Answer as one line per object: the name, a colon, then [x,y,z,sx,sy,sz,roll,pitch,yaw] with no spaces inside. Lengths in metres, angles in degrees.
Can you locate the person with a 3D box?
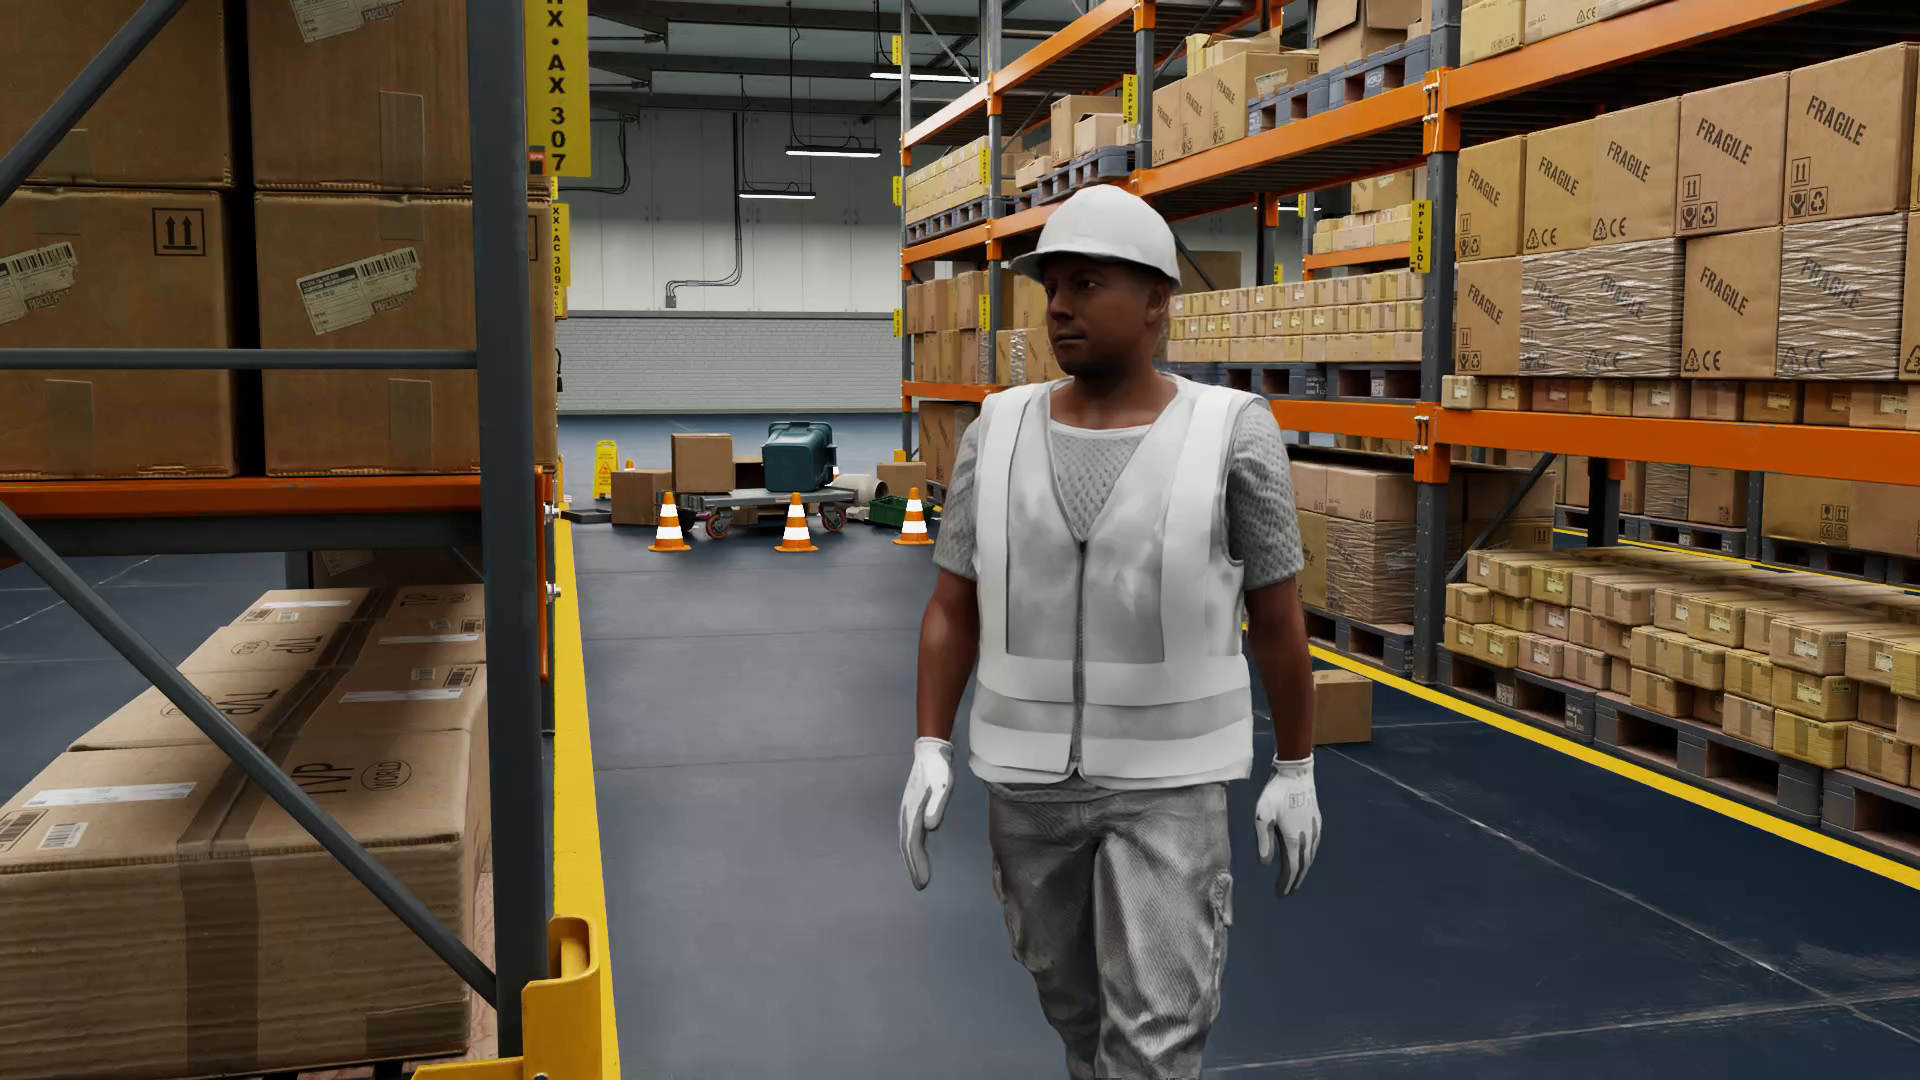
person: [0.205,0.354,2.452,0.598,1.742,0.998,2,6,21]
